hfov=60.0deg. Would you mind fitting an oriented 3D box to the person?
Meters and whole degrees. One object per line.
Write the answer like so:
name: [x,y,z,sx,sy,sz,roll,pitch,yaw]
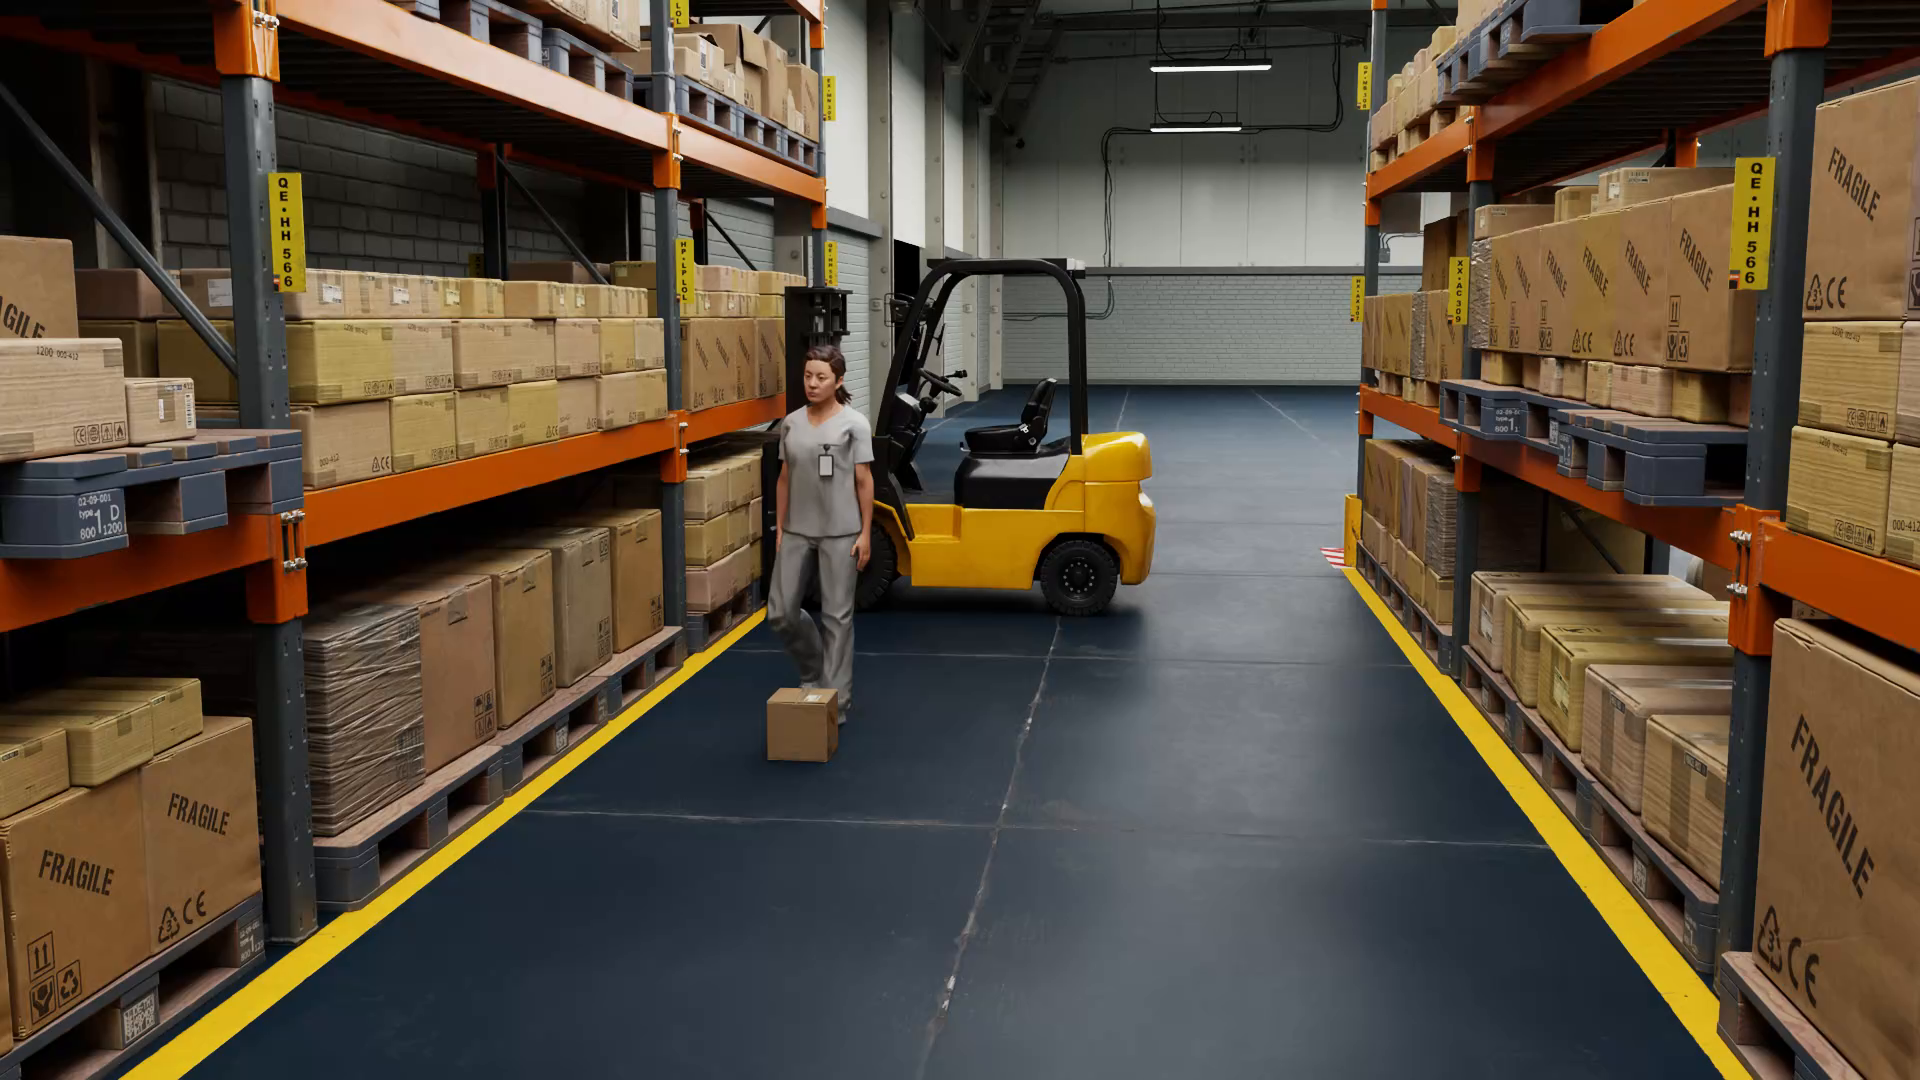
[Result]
person: [-0.593,-0.020,7.337,0.456,1.672,0.534,2,8,18]
